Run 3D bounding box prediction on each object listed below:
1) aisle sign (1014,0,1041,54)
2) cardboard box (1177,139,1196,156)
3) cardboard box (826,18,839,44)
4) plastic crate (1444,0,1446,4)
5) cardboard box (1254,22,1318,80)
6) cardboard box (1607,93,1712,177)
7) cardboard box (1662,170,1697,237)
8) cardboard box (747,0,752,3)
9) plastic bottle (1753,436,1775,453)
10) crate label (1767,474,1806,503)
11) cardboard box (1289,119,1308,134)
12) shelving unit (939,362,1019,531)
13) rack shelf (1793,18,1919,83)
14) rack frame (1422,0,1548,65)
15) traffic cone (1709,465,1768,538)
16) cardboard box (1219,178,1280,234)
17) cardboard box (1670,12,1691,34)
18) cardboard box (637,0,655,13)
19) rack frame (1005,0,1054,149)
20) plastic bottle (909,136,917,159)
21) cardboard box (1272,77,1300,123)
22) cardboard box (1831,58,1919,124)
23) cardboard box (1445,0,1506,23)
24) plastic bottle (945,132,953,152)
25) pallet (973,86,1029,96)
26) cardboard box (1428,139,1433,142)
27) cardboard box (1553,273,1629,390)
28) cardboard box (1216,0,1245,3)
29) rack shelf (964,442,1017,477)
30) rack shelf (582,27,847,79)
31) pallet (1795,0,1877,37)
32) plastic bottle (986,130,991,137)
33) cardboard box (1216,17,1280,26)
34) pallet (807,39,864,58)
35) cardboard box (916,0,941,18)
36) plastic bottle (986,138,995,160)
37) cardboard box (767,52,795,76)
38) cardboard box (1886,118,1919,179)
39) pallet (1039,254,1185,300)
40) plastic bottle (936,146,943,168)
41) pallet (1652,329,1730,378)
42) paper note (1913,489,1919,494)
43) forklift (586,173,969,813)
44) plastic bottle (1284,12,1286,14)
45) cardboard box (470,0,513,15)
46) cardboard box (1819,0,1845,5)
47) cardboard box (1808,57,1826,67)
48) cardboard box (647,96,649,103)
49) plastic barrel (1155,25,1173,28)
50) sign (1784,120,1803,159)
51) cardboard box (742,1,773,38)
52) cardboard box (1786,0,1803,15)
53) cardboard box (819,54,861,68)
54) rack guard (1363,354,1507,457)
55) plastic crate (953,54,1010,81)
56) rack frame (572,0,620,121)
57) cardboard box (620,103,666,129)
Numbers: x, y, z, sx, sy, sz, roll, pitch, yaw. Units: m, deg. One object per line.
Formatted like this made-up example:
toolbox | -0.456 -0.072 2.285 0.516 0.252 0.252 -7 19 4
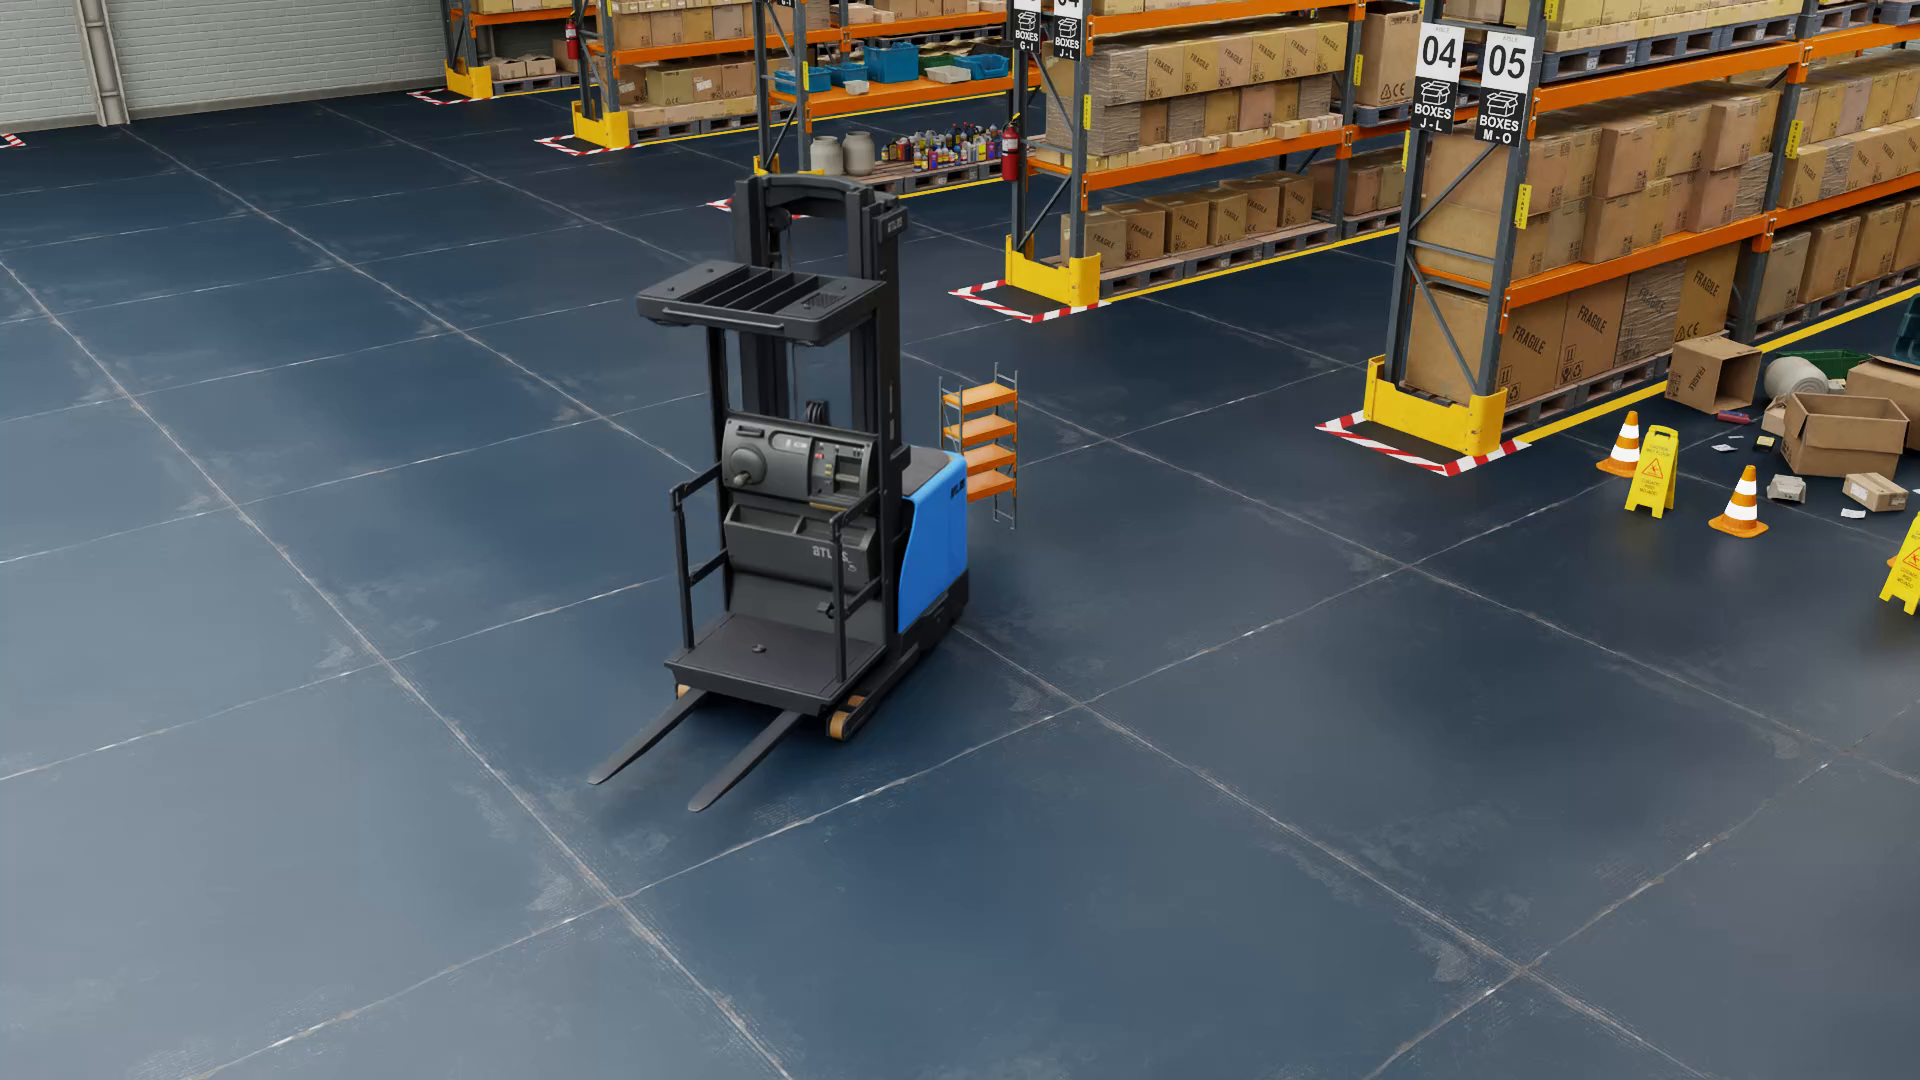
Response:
aisle sign | 0.658 -5.185 16.270 0.004 0.787 0.394 -18 31 -34
cardboard box | 2.243 -4.130 17.384 0.250 0.149 0.380 -18 31 -34
cardboard box | -2.517 -9.784 31.716 0.500 0.500 0.700 -18 30 -33
plastic crate | 8.136 -8.885 27.184 0.583 0.464 0.402 -18 31 -34
cardboard box | 3.462 -5.257 17.853 0.500 0.500 0.500 -18 31 -34
cardboard box | 5.838 -3.489 14.244 0.550 0.550 0.875 -18 31 -34
cardboard box | 5.821 -3.008 14.491 0.550 0.550 0.875 -18 31 -34
cardboard box | -3.152 -8.112 24.777 0.250 0.149 0.380 -17 30 -33
plastic bottle | 6.465 -0.780 13.357 0.133 0.061 0.283 15 29 29
crate label | 6.177 -0.384 12.414 0.250 0.136 0.298 10 27 20
cardboard box | 3.615 -4.587 18.369 0.250 0.149 0.380 -18 31 -34
shelving unit | 0.130 -0.587 11.590 0.503 1.200 0.258 -18 31 -34
rack shelf | 8.594 -4.846 15.919 4.000 0.370 1.077 -18 31 -34
rack frame | 3.873 -4.974 11.778 0.127 3.000 1.000 -18 31 -34
traffic cone | 5.597 -0.307 11.861 0.334 0.463 0.336 -18 31 -34
cardboard box | 3.254 -3.776 18.793 0.500 0.500 0.500 -9 26 -18
cardboard box | 5.533 -4.112 13.165 0.250 0.149 0.380 -18 30 -34
cardboard box | -4.570 -7.644 23.769 0.250 0.149 0.380 -19 31 -35
rack frame | 0.983 -6.602 22.412 0.127 3.000 1.000 -18 31 -34
plastic bottle | -0.665 -5.242 22.194 0.135 0.276 0.152 -19 31 -35
cardboard box | 3.232 -4.927 18.330 0.500 0.500 0.875 -18 31 -34
cardboard box | 9.009 -4.451 16.470 0.500 0.500 0.700 -19 31 -35
cardboard box | 4.085 -4.136 12.742 0.500 0.250 0.500 -18 30 -33
plastic bottle | -0.149 -5.392 22.523 0.097 0.271 0.097 0 25 0
pallet | 0.405 -7.817 28.343 1.213 0.211 1.003 -18 31 -34
cardboard box | 6.244 -4.737 20.840 0.500 0.500 0.700 -21 32 -38
cardboard box | 5.057 -1.907 14.320 0.875 0.875 0.875 -19 31 -35
cardboard box | 2.631 -5.654 16.985 0.500 0.250 0.500 -17 30 -33
rack shelf | 0.130 -0.526 11.618 0.480 0.148 0.258 -18 31 -34
rack shelf | -3.644 -7.398 24.982 4.000 0.370 1.077 -18 31 -34
pallet | 7.711 -4.820 15.237 1.217 0.209 0.805 -20 31 -36
plastic bottle | 0.382 -5.568 22.986 0.097 0.201 0.097 0 25 0
cardboard box | 3.136 -5.432 18.231 0.500 0.500 0.500 -18 31 -34
pallet | -2.598 -9.455 31.873 1.213 0.211 1.003 -18 31 -34
cardboard box | -0.647 -8.750 26.922 0.500 0.500 0.500 -18 30 -34
plastic bottle | 0.401 -5.201 22.097 0.133 0.283 0.061 -16 29 -31
cardboard box | -2.701 -7.208 25.595 0.500 0.500 0.500 -18 31 -34
cardboard box | 9.193 -3.911 16.496 0.500 0.500 0.500 -19 31 -35
pallet | 1.613 -2.876 17.697 1.213 0.211 1.003 -18 31 -34
plastic bottle | -0.276 -4.982 21.639 0.097 0.271 0.097 0 25 0
pallet | 6.374 -1.855 15.497 1.213 0.211 1.003 -18 31 -34
paper note | 7.283 -0.363 12.510 0.142 0.019 0.148 -8 26 -16
forklift | -1.002 -0.409 9.149 1.130 2.935 3.031 11 27 22
plastic bottle | 5.085 -8.131 25.846 0.133 0.283 0.061 -18 31 -34
cardboard box | -7.698 -8.807 27.318 0.500 0.250 0.500 -19 31 -35
cardboard box | 7.650 -4.901 14.727 0.396 0.266 0.258 -19 31 -35
cardboard box | 12.312 -6.876 25.027 0.875 0.875 0.875 -18 31 -34
cardboard box | -4.592 -6.519 25.001 0.500 0.250 0.500 -18 31 -34
plastic barrel | 2.789 -7.142 23.415 0.433 0.535 0.433 0 25 0
sign | 7.364 -3.537 14.685 0.005 0.325 0.100 -18 31 -34
cardboard box | -3.224 -7.904 25.098 0.500 0.500 0.700 -18 30 -33
cardboard box | 6.931 -4.574 14.159 0.250 0.149 0.380 -18 31 -34
cardboard box | -1.929 -7.642 26.753 0.500 0.311 0.500 -18 31 -34
rack guard | 3.854 -1.113 13.553 0.348 0.500 1.175 -18 31 -34
plastic crate | 0.280 -6.157 21.630 0.616 0.251 0.499 -18 31 -34
rack frame | -5.218 -7.205 23.711 0.127 3.000 1.000 -18 31 -34
cardboard box | -4.659 -6.214 24.343 0.500 0.250 0.500 -18 31 -34
